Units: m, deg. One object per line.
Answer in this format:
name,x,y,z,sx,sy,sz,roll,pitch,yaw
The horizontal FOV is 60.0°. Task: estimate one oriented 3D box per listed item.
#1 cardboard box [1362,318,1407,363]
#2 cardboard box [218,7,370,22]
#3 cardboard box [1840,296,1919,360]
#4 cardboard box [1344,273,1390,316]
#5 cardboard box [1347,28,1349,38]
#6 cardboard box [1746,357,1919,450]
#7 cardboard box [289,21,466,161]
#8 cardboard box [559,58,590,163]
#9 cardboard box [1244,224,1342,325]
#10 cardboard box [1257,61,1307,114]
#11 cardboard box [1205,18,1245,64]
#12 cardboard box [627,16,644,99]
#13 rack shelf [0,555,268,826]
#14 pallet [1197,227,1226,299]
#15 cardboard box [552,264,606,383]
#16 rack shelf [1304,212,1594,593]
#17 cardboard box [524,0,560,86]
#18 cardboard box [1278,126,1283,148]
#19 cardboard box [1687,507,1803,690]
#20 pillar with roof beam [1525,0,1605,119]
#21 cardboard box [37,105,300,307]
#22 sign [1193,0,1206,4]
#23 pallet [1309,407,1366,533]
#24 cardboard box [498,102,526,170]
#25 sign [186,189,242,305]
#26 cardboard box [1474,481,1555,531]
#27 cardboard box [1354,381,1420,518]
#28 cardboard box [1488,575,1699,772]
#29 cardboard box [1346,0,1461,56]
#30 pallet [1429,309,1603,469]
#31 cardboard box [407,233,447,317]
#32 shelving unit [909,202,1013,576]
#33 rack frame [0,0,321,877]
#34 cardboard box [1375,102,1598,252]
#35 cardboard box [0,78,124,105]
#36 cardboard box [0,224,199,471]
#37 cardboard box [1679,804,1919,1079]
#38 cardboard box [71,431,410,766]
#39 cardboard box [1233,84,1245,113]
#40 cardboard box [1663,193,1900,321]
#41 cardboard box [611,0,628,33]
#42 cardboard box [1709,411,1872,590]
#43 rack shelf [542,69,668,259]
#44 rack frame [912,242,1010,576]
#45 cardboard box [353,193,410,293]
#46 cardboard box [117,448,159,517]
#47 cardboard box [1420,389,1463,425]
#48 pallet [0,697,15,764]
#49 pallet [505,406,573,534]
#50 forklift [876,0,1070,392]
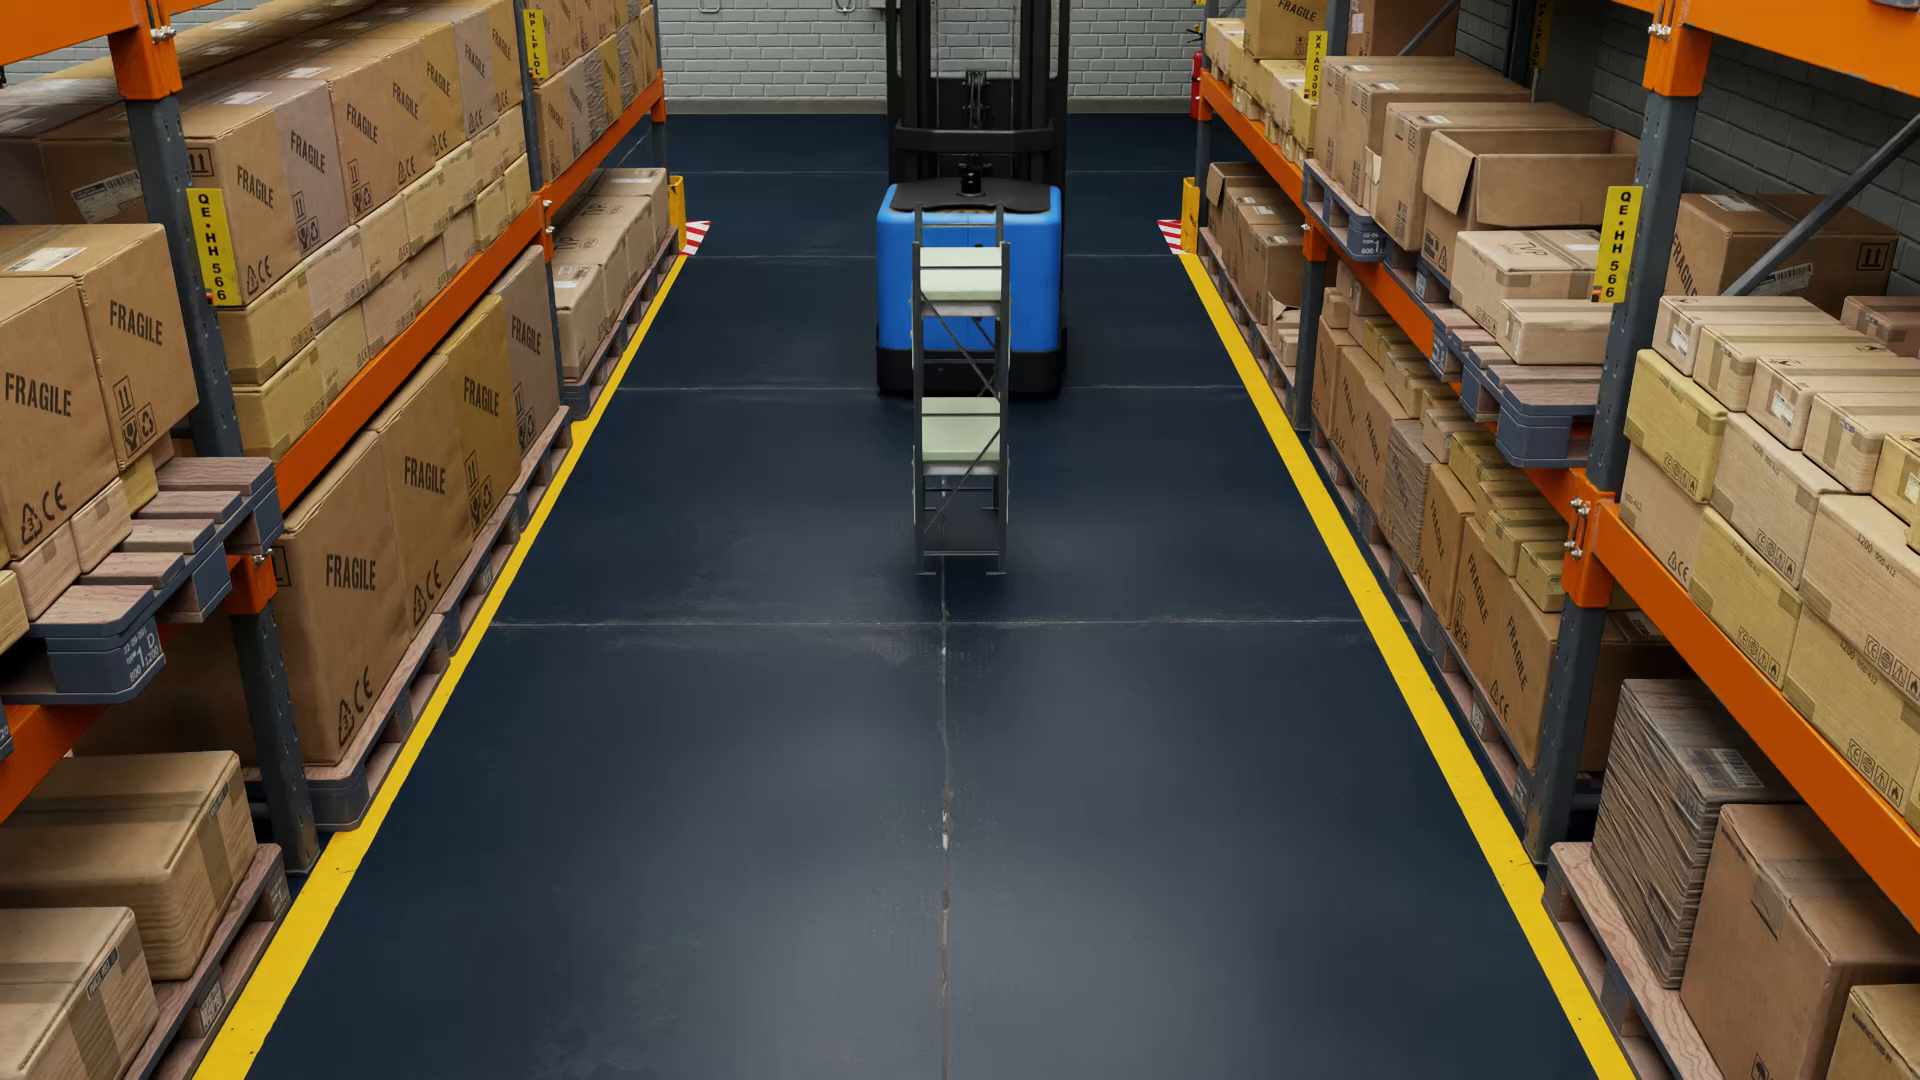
cardboard box,2.153,-0.958,7.966,0.380,0.149,0.250,-1,24,-3
cardboard box,-2.893,-2.064,7.339,0.500,0.500,0.500,0,24,-1
cardboard box,2.570,-0.539,4.392,0.380,0.149,0.250,1,24,1
cardboard box,2.109,-1.207,8.153,0.380,0.149,0.250,-1,24,-3
cardboard box,2.551,-3.294,11.213,0.500,0.250,0.500,0,24,0
cardboard box,2.105,-0.323,3.916,0.380,0.149,0.250,0,24,1
cardboard box,-2.388,-1.851,6.868,0.500,0.500,0.500,0,24,1
cardboard box,-2.388,-2.403,9.301,0.500,0.500,0.500,0,24,0
cardboard box,2.170,-1.647,10.275,0.700,0.500,0.500,-1,24,-3
cardboard box,2.058,-2.667,9.827,0.500,0.250,0.500,0,24,-1
cardboard box,2.012,-3.506,11.683,0.500,0.250,0.500,0,24,0
cardboard box,-2.426,-3.244,11.162,0.500,0.500,0.500,-1,24,-2
rack shelf,-2.578,0.845,3.114,1.077,0.370,4.000,0,24,-1
pallet,2.287,-1.997,11.909,1.003,0.211,1.213,0,24,-1
cardboard box,-2.543,-1.238,9.447,0.875,0.438,0.875,-1,24,-1
rack shelf,2.342,-0.827,6.811,1.077,0.370,4.000,0,24,-1
cardboard box,-2.406,-2.653,8.642,0.500,0.500,0.500,0,24,0
cardboard box,2.037,-2.317,9.538,0.380,0.149,0.250,0,24,1
cardboard box,2.125,0.129,4.007,0.500,0.250,0.500,-1,24,-2
pillar with roof beam,-1.091,-4.984,7.850,9.100,9.000,0.400,0,24,-1
cardboard box,-2.360,-1.012,5.013,0.500,0.500,0.500,-1,24,-2
sign,1.734,-4.019,11.946,0.100,0.325,0.005,0,24,-1
pallet,2.367,-0.373,8.319,1.003,0.211,1.213,0,24,-1
cardboard box,-2.395,-1.934,7.961,0.500,0.250,0.500,0,24,-1
sign,-2.057,-0.805,4.580,0.100,0.325,0.005,0,24,-1
cardboard box,2.113,-0.102,6.072,0.380,0.149,0.250,-1,24,-2
cardboard box,2.117,-0.406,7.531,0.500,0.500,0.500,-1,24,-2
cardboard box,2.144,0.444,5.653,0.500,0.500,0.500,0,24,1
cardboard box,2.570,-3.003,9.660,0.500,0.500,0.500,-1,24,-2
pallet,2.286,-0.522,5.497,1.213,0.211,1.003,0,24,-1
cardboard box,-2.385,-1.072,6.663,0.500,0.250,0.500,0,24,-1
shelving unit,0.000,-0.681,7.435,0.431,1.500,0.755,0,24,-1
rack frame,-2.599,-0.307,4.788,1.000,3.000,0.127,0,24,-1
cardboard box,2.116,-1.479,6.748,0.700,0.500,0.500,0,24,-1
cardboard box,-2.880,-1.231,5.497,0.500,0.500,0.500,0,24,0
cardboard box,-2.316,-0.493,4.208,0.500,0.500,0.500,-1,24,-2
cardboard box,2.372,1.086,4.080,0.875,0.625,0.625,1,24,1
cardboard box,-2.524,0.185,5.770,0.875,0.875,0.875,0,24,-1
cardboard box,1.970,-2.845,10.705,0.380,0.149,0.250,-1,24,-2
cardboard box,2.515,-0.780,5.204,0.500,0.500,0.500,1,24,2
cardboard box,-2.406,-3.488,10.487,0.500,0.500,0.500,0,24,-1
cardboard box,2.129,-0.100,3.906,0.500,0.250,0.500,0,24,1
rack shelf,-2.665,-2.451,10.403,1.077,0.370,4.000,0,24,-1
rack frame,0.004,-0.530,7.101,0.400,1.500,0.023,0,24,-1
cardboard box,-2.356,-1.095,6.105,0.500,0.250,0.500,0,24,-1
cardboard box,-2.285,-0.139,4.214,0.380,0.149,0.250,0,24,0
cardboard box,2.167,-0.529,7.016,0.380,0.149,0.250,0,24,0
pallet,-2.537,0.596,3.025,1.003,0.211,1.213,0,24,-1
pallet,-2.559,-0.367,8.305,1.003,0.211,1.213,0,24,-1
forklift,0.117,-2.738,10.247,1.130,2.935,3.031,1,24,3
